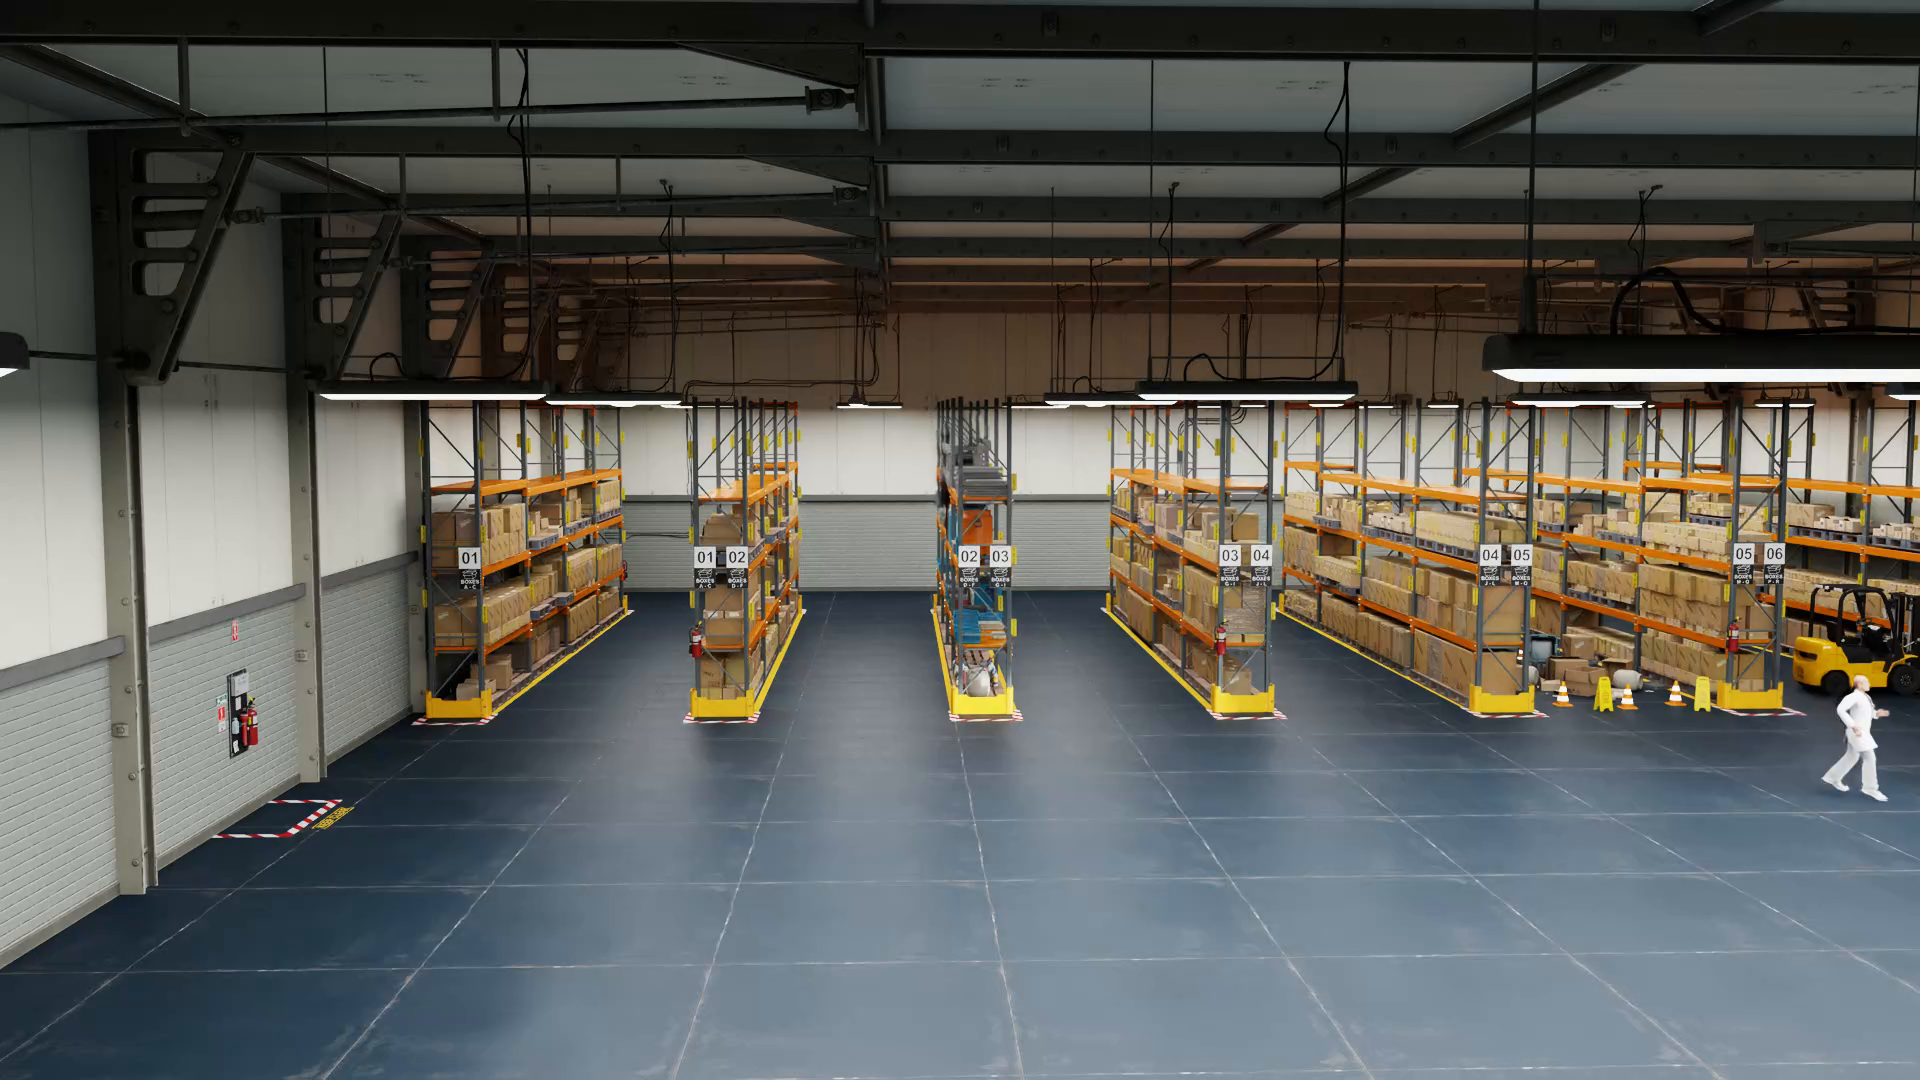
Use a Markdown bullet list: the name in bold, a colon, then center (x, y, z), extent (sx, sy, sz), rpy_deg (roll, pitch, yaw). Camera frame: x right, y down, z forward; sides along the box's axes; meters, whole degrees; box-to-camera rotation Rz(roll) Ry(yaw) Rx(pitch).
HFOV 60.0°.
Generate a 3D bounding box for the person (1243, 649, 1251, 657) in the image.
- **person**: center (6.818, 1.830, 39.220), extent (0.692, 1.836, 0.820), rpy_deg (-1, 4, -9)

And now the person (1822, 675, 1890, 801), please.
- **person**: center (13.338, 2.912, 24.718), extent (0.893, 1.823, 0.699), rpy_deg (3, 5, 33)

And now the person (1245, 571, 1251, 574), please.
- **person**: center (8.035, 1.196, 47.947), extent (0.745, 1.715, 0.720), rpy_deg (3, 5, 36)
